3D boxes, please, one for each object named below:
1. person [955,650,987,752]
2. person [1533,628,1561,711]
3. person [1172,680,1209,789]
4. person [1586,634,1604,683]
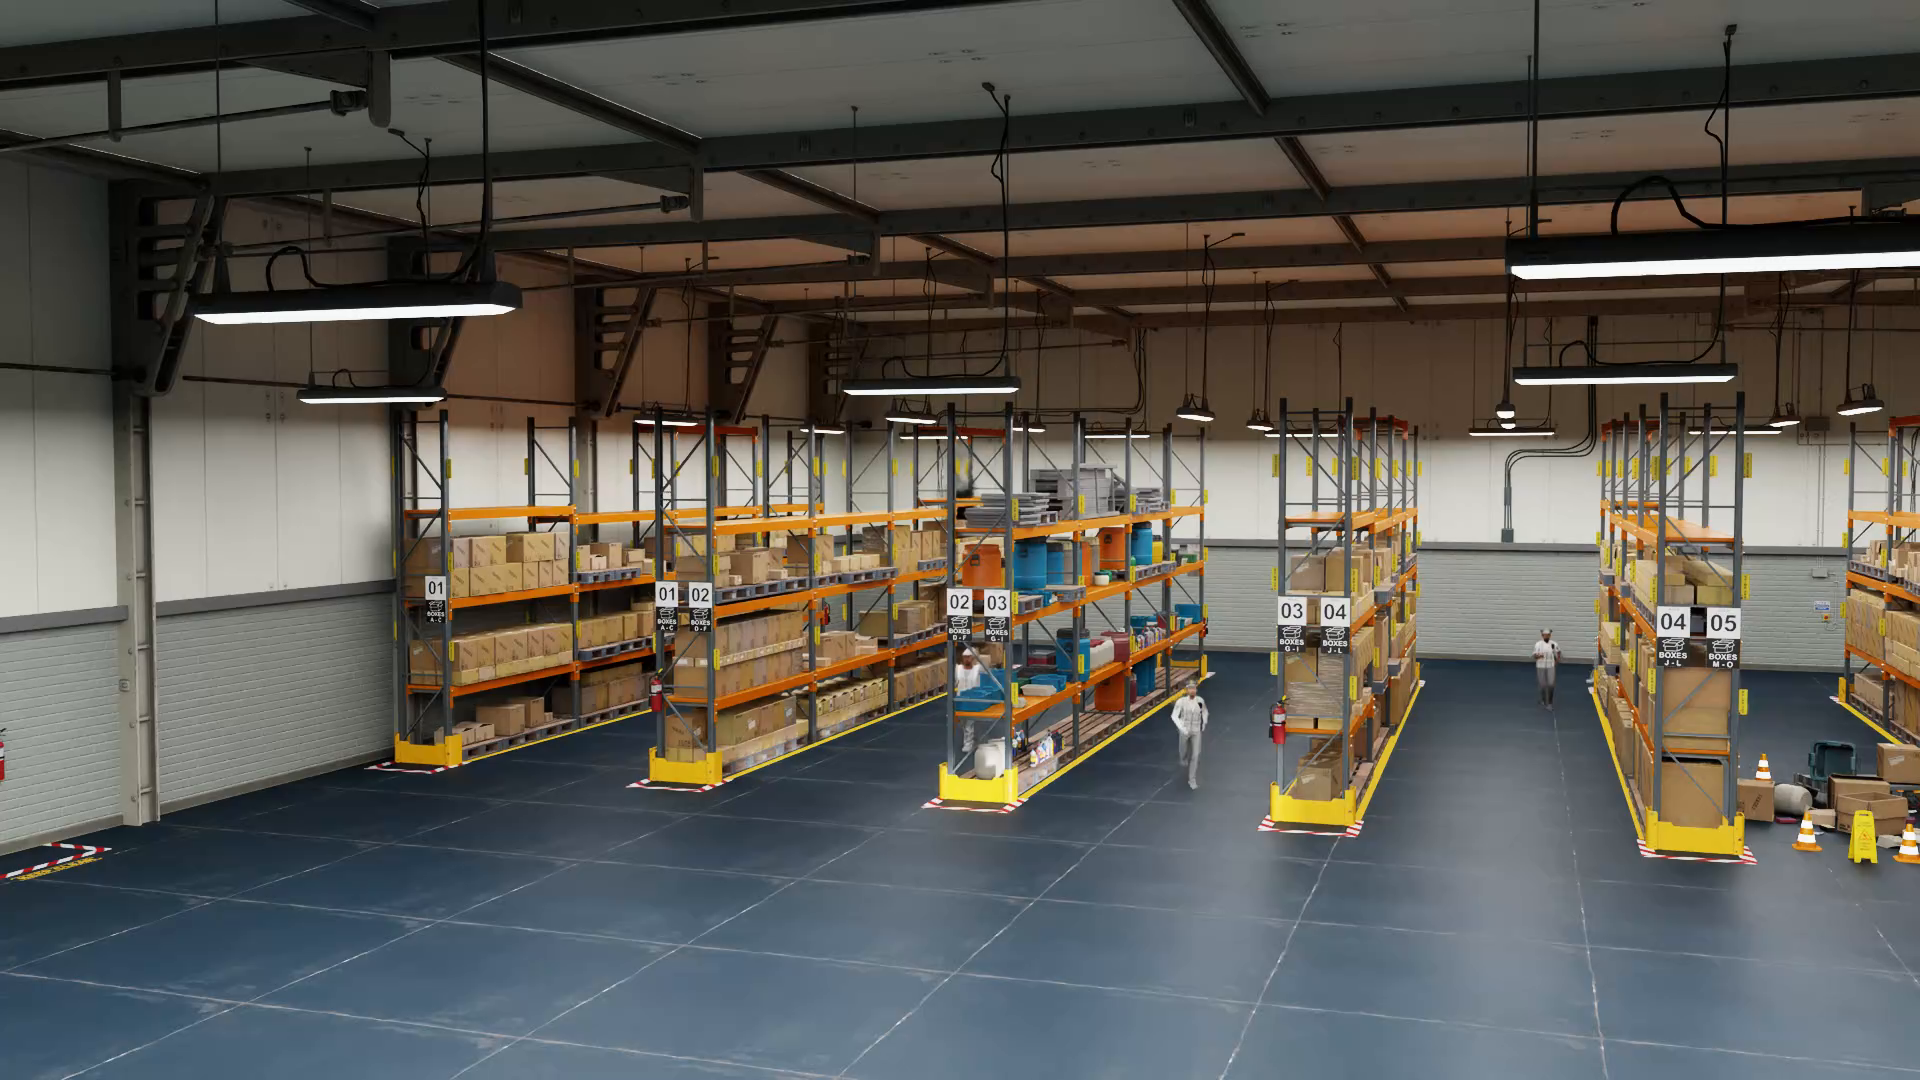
[{"bbox_3d":[0.142,2.826,29.547,0.694,1.759,0.979,1,3,16],"label":"person"},{"bbox_3d":[12.176,2.688,34.506,0.554,1.732,0.672,1,3,19],"label":"person"},{"bbox_3d":[3.669,3.057,26.483,0.601,1.687,0.954,0,2,4],"label":"person"},{"bbox_3d":[14.832,2.540,38.432,0.807,1.627,0.685,2,3,32],"label":"person"}]
